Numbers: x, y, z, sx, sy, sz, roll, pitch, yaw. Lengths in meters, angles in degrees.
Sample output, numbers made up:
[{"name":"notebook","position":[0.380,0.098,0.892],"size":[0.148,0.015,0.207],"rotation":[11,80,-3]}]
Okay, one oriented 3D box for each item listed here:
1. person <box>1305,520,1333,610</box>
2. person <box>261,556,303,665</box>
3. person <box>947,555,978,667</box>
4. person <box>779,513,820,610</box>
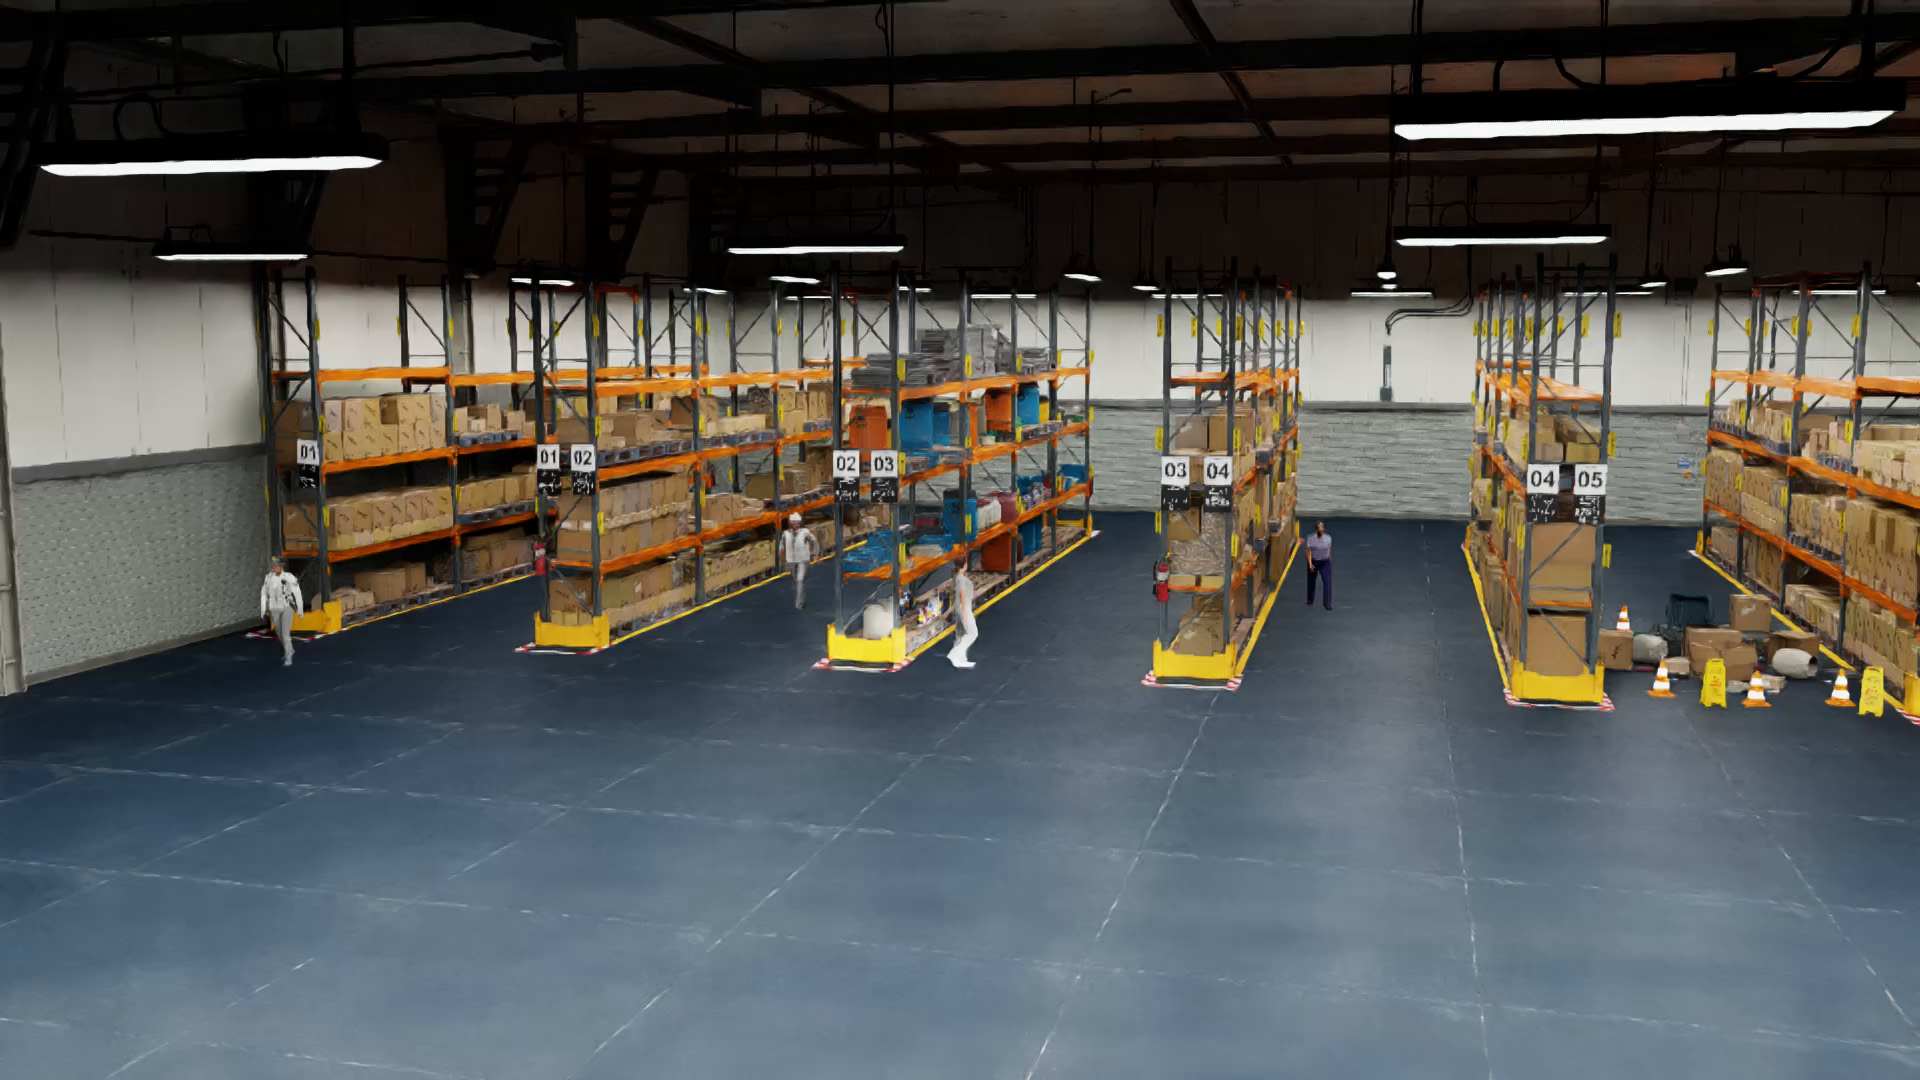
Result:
[{"name":"person","position":[6.425,0.429,29.819],"size":[0.478,1.580,0.999],"rotation":[1,7,7]},{"name":"person","position":[-10.160,1.020,25.046],"size":[0.618,1.645,0.659],"rotation":[1,7,6]},{"name":"person","position":[0.019,1.072,24.594],"size":[0.435,1.651,0.492],"rotation":[-1,7,-11]},{"name":"person","position":[-2.926,0.354,30.002],"size":[0.680,1.709,0.866],"rotation":[3,8,20]}]
